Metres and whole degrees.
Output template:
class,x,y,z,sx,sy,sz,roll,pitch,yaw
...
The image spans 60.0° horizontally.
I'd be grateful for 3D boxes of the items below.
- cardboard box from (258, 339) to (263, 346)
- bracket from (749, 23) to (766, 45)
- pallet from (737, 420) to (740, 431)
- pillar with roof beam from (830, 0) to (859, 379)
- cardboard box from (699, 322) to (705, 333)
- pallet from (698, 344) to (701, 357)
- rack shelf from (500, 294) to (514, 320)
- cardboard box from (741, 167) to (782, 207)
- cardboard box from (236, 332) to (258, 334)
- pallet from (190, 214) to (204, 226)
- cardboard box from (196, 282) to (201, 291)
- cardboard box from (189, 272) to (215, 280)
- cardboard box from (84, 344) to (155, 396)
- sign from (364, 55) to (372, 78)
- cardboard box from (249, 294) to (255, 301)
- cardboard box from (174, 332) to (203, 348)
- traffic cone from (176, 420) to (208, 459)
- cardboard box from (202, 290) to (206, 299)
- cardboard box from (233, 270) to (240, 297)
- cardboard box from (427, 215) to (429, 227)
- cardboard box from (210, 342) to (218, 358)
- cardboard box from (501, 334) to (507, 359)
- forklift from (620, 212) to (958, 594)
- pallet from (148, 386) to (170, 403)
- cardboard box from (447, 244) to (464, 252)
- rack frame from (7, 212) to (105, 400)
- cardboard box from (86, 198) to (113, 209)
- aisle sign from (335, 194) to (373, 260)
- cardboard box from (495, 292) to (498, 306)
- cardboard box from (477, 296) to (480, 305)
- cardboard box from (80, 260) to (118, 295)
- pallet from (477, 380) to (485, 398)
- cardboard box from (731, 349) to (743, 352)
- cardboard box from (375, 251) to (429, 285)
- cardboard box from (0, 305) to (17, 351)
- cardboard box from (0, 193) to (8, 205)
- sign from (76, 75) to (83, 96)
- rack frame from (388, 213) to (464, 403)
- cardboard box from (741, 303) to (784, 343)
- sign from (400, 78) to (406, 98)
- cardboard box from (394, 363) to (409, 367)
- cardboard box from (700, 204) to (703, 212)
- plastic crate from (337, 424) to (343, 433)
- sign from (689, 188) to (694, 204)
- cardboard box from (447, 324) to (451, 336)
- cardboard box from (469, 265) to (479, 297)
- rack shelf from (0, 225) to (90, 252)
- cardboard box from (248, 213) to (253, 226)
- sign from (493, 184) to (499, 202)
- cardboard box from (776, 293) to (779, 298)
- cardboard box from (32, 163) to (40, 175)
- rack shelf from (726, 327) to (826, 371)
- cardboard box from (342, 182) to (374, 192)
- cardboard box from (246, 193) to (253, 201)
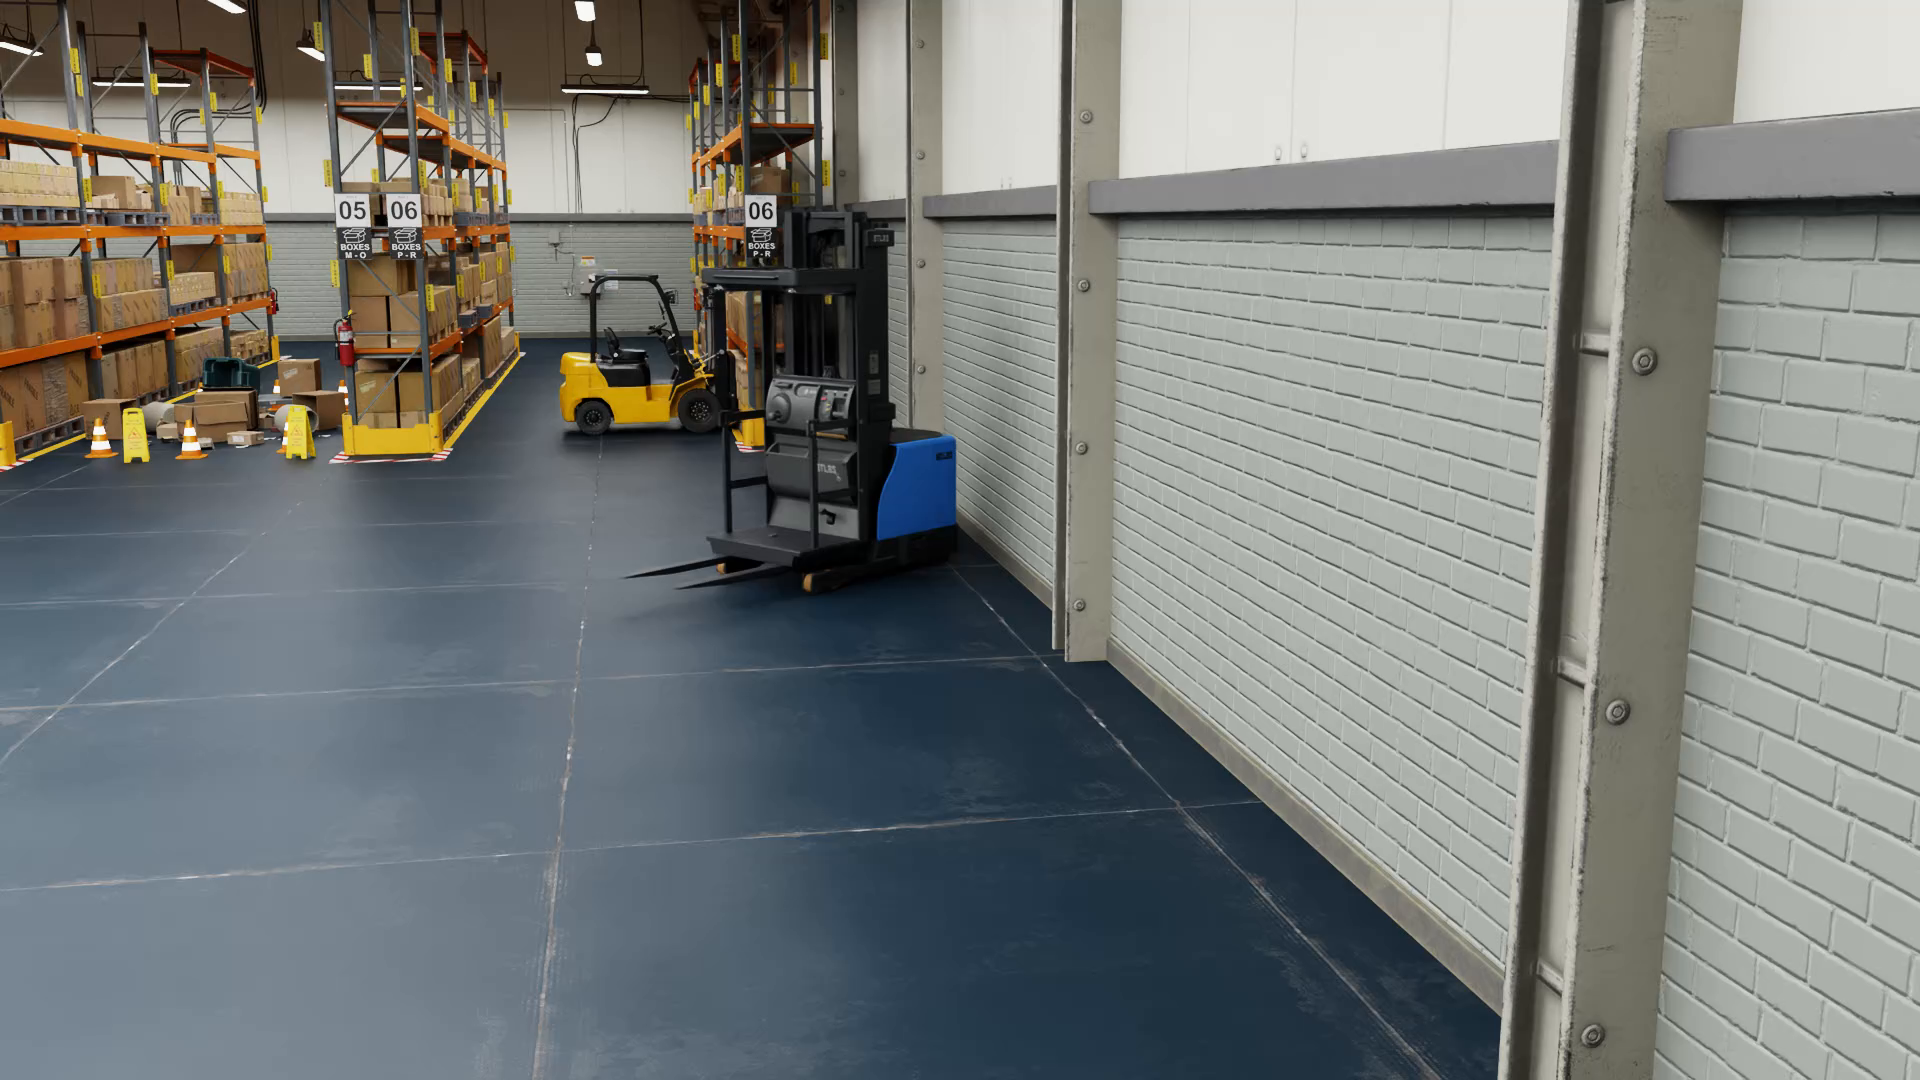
class,x,y,z,sx,sy,sz,roll,pitch,yaw
cardboard box,-14.596,-4.076,34.293,0.380,0.149,0.250,-3,11,-13
bracket,-3.614,-9.263,30.168,0.076,0.066,4.783,-2,11,-11
pallet,-2.690,-1.743,23.789,1.003,0.211,1.213,-2,11,-11
pillar with roof beam,-5.740,-5.702,21.085,9.100,9.000,0.400,-2,11,-11
cardboard box,-5.352,-4.549,36.630,0.797,0.503,0.637,-3,11,-13
pallet,-5.207,-4.155,36.463,1.003,0.211,1.213,-2,11,-11
rack shelf,-9.857,-4.784,34.231,1.077,0.370,4.000,-2,11,-11
cardboard box,-2.591,-4.601,21.667,0.500,0.500,0.500,-2,11,-9
cardboard box,-14.575,-4.175,34.018,0.380,0.149,0.250,-3,11,-13
pallet,-14.084,-5.646,29.317,1.213,0.211,1.003,-2,11,-11
cardboard box,-13.828,-4.543,29.798,0.380,0.149,0.250,-3,11,-14
cardboard box,-14.034,-4.880,30.773,0.380,0.149,0.250,-2,11,-8
cardboard box,-13.322,-2.664,26.065,1.050,0.750,0.750,-2,11,-10
sign,-8.455,-6.766,23.753,0.100,0.325,0.005,-2,11,-11
cardboard box,-14.571,-4.945,33.825,0.380,0.149,0.250,-3,11,-14
cardboard box,-13.605,-3.504,29.142,0.500,0.250,0.500,-2,11,-11
traffic cone,-9.506,-1.252,20.539,0.336,0.463,0.334,-2,11,-11
cardboard box,-13.886,-4.450,30.101,0.380,0.149,0.250,-3,11,-14
cardboard box,-14.256,-4.958,32.158,0.500,0.500,0.500,-2,11,-11
cardboard box,-7.165,-4.180,21.785,0.380,0.149,0.250,-2,11,-13
cardboard box,-13.813,-3.329,30.229,0.500,0.500,0.500,-2,11,-12
cardboard box,-9.485,-3.837,33.063,0.875,0.438,0.875,-2,11,-12
forklift,-1.345,-1.125,13.268,1.130,2.935,3.031,9,14,39
pallet,-13.446,-2.321,26.826,1.003,0.211,1.213,-2,11,-11
cardboard box,-9.840,-5.674,32.309,0.380,0.149,0.250,-2,11,-12
rack frame,-12.748,-3.105,23.485,1.000,3.000,0.127,-2,11,-11
cardboard box,-12.765,-4.977,24.580,0.380,0.149,0.250,-2,11,-11
aisle sign,-7.407,-3.825,20.316,0.394,0.787,0.004,-2,11,-11
cardboard box,-9.134,-4.624,31.867,0.500,0.250,0.500,-2,11,-12
cardboard box,-8.179,-3.977,27.617,0.380,0.149,0.250,-2,11,-11
cardboard box,-13.050,-3.923,24.842,0.700,0.500,0.500,-2,11,-11
pallet,-8.540,-2.523,27.890,1.003,0.211,1.213,-2,11,-11
cardboard box,-3.258,-2.731,25.078,0.500,0.250,0.500,-2,11,-12
cardboard box,-8.039,-3.901,23.932,0.700,0.500,0.500,-2,11,-12
cardboard box,-12.215,-2.611,20.491,0.875,0.550,0.550,-2,11,-11
cardboard box,-11.821,-4.144,20.204,0.380,0.149,0.250,-2,11,-11
sign,-14.056,-7.261,26.571,0.100,0.325,0.005,-2,11,-11
rack frame,-7.912,-3.303,24.528,1.000,3.000,0.127,-2,11,-11
cardboard box,-2.619,-2.880,22.040,0.500,0.500,0.500,-2,11,-12
sign,-9.234,-7.500,27.610,0.100,0.325,0.005,-2,11,-11
cardboard box,-7.742,-2.119,22.534,0.500,0.500,0.500,-2,11,-12
cardboard box,-4.690,-6.254,31.289,0.380,0.149,0.250,-2,11,-10
plastic crate,-8.411,-1.551,23.132,0.402,0.080,0.583,-6,13,-31
sign,-5.910,-7.568,36.577,0.100,0.325,0.005,-2,11,-11
cardboard box,-7.350,-2.946,23.322,0.380,0.149,0.250,-2,11,-12
cardboard box,-8.218,-4.271,27.425,0.500,0.500,0.500,-2,11,-12
rack shelf,-12.359,-3.858,21.345,1.077,0.370,4.000,-2,11,-11
cardboard box,-14.544,-6.447,33.423,0.500,0.250,0.500,-2,11,-9
sign,-8.938,-6.674,31.992,0.100,0.325,0.005,-2,11,-11
cardboard box,-2.429,-3.520,23.665,0.380,0.149,0.250,-2,11,-13
cardboard box,-12.068,-4.768,21.350,0.380,0.149,0.250,-2,11,-10
rack shelf,-2.655,-2.764,23.620,1.077,0.370,4.000,-2,11,-11
cardboard box,-7.490,-4.363,20.612,0.380,0.149,0.250,-2,11,-10
cardboard box,-14.569,-6.956,33.696,0.380,0.149,0.250,-2,11,-10
